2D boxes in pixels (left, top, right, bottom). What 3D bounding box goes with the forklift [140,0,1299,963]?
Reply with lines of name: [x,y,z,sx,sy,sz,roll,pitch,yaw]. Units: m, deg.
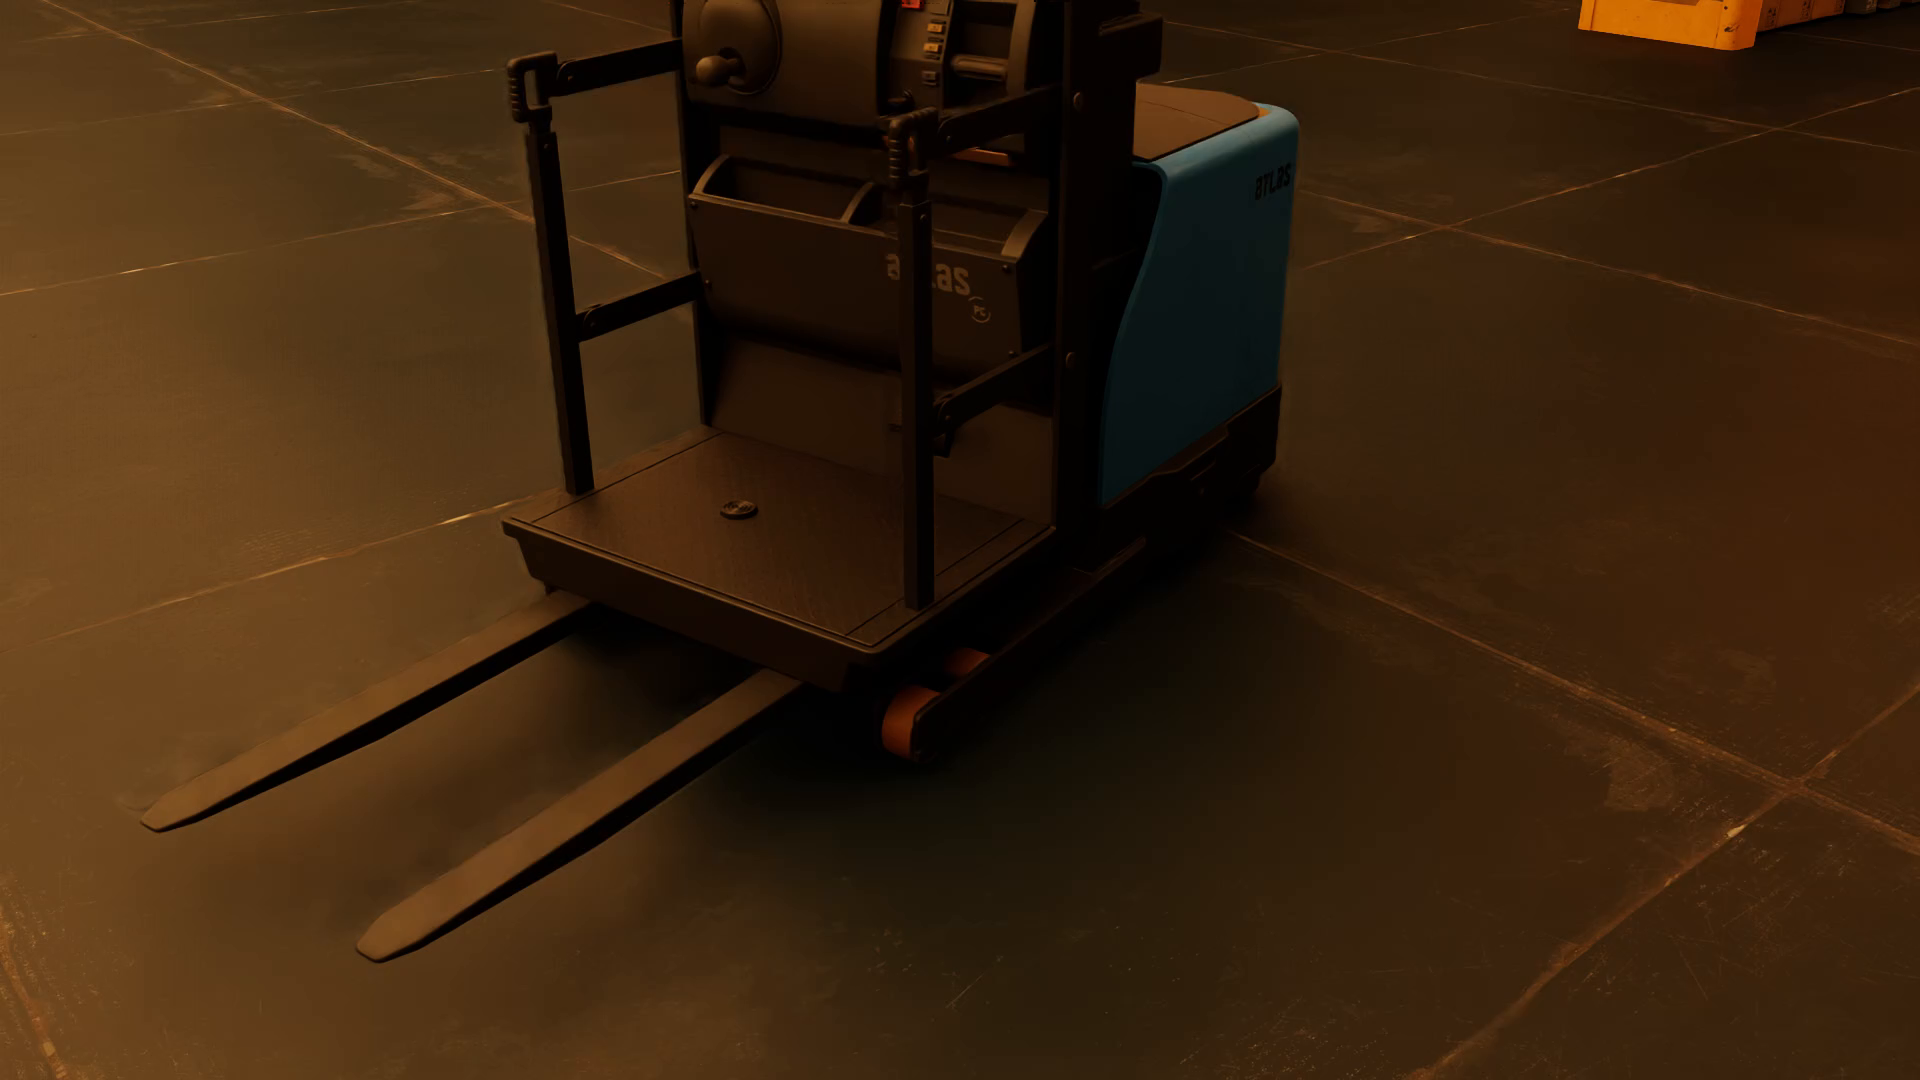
forklift: [-0.340,-1.079,3.378,1.130,2.935,3.031,17,31,31]
